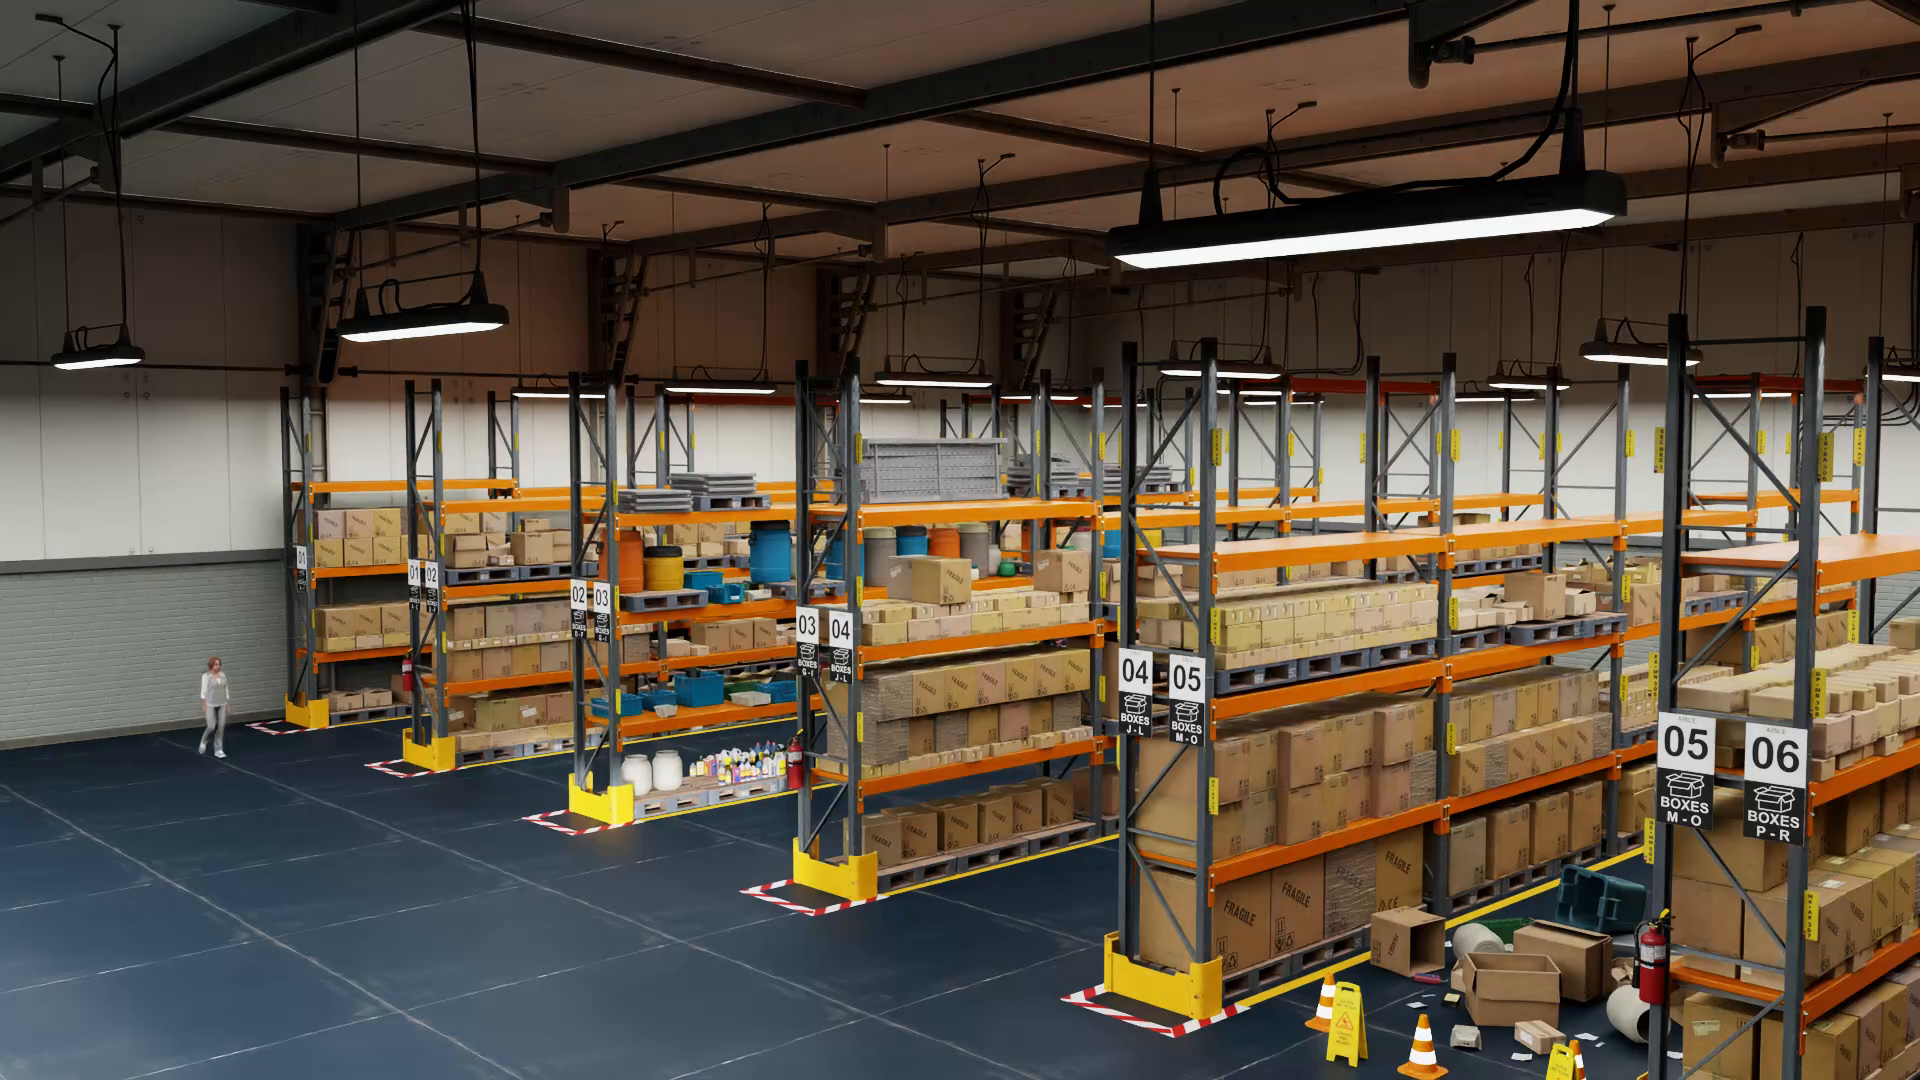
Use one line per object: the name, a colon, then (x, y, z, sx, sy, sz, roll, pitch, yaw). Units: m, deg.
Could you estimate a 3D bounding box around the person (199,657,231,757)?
person: (-11.865, 2.659, 26.474, 0.444, 1.596, 0.436, 3, 5, 36)
